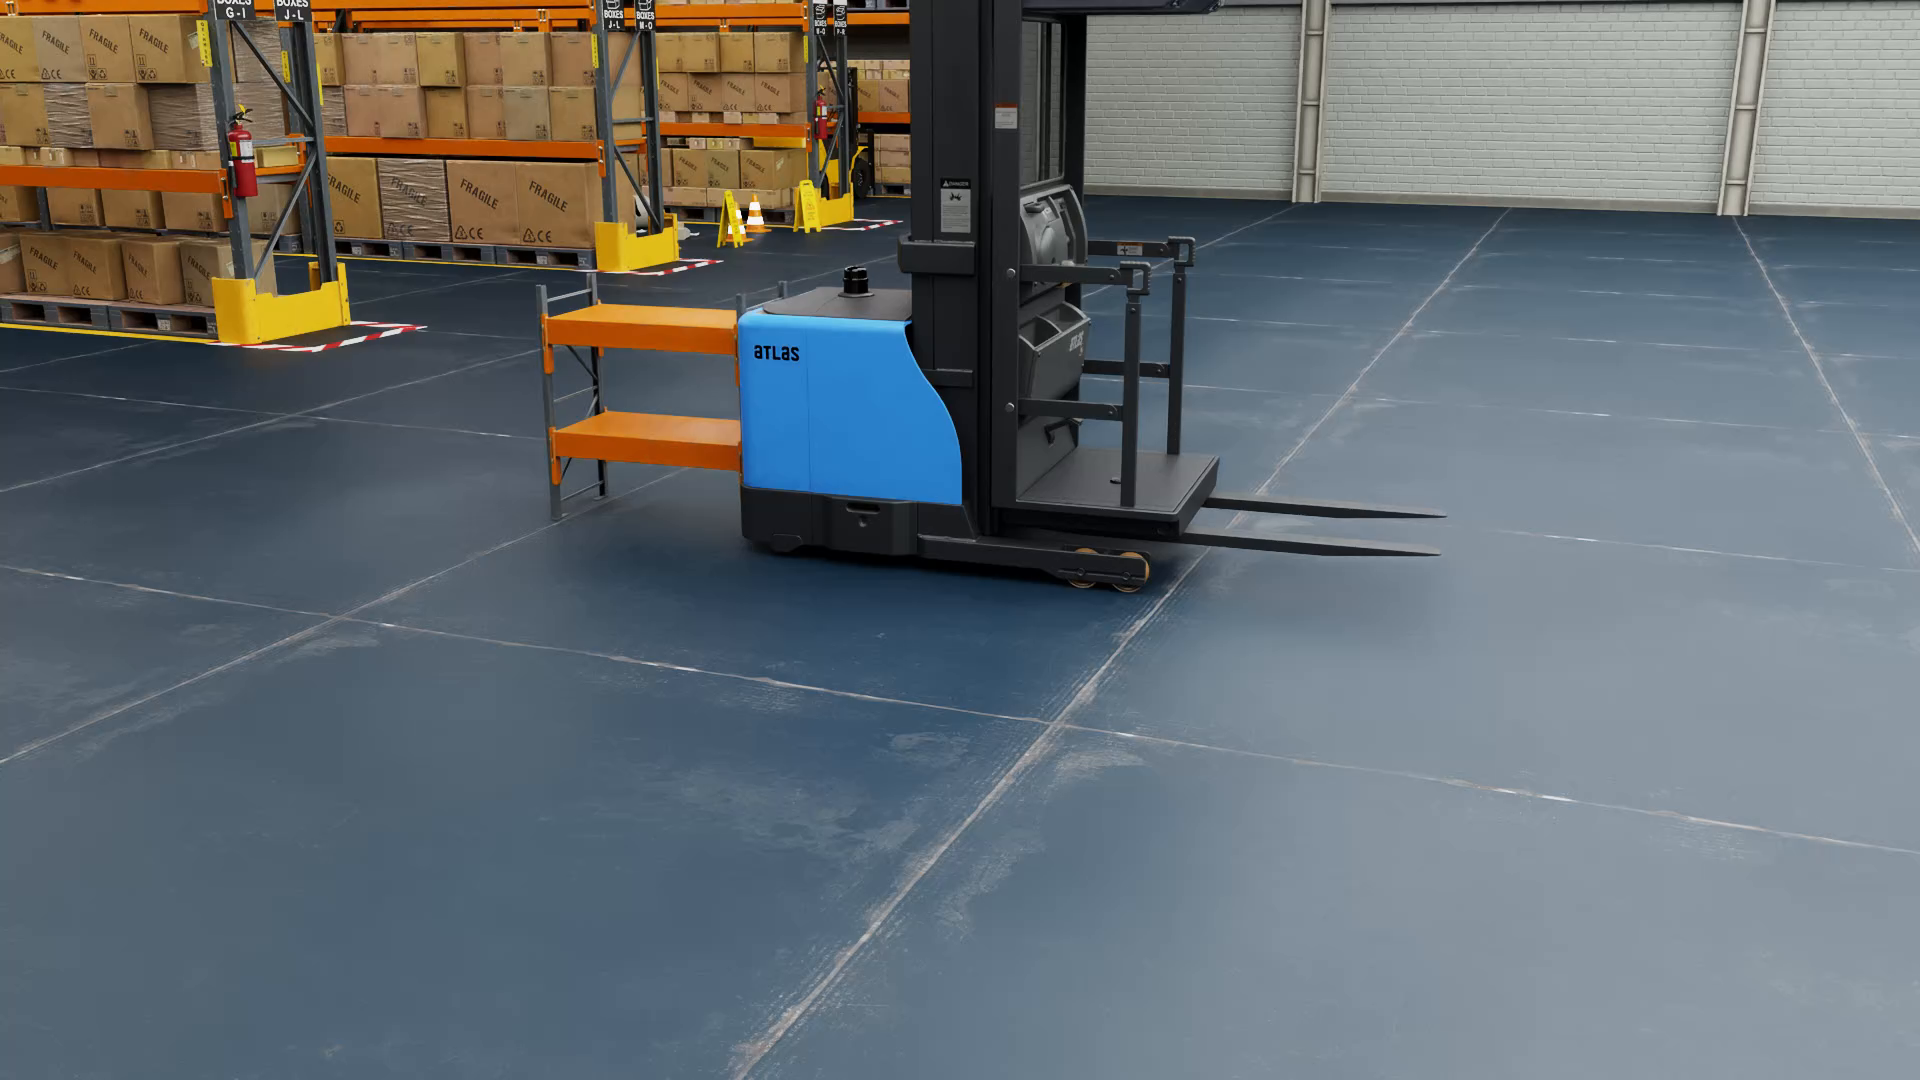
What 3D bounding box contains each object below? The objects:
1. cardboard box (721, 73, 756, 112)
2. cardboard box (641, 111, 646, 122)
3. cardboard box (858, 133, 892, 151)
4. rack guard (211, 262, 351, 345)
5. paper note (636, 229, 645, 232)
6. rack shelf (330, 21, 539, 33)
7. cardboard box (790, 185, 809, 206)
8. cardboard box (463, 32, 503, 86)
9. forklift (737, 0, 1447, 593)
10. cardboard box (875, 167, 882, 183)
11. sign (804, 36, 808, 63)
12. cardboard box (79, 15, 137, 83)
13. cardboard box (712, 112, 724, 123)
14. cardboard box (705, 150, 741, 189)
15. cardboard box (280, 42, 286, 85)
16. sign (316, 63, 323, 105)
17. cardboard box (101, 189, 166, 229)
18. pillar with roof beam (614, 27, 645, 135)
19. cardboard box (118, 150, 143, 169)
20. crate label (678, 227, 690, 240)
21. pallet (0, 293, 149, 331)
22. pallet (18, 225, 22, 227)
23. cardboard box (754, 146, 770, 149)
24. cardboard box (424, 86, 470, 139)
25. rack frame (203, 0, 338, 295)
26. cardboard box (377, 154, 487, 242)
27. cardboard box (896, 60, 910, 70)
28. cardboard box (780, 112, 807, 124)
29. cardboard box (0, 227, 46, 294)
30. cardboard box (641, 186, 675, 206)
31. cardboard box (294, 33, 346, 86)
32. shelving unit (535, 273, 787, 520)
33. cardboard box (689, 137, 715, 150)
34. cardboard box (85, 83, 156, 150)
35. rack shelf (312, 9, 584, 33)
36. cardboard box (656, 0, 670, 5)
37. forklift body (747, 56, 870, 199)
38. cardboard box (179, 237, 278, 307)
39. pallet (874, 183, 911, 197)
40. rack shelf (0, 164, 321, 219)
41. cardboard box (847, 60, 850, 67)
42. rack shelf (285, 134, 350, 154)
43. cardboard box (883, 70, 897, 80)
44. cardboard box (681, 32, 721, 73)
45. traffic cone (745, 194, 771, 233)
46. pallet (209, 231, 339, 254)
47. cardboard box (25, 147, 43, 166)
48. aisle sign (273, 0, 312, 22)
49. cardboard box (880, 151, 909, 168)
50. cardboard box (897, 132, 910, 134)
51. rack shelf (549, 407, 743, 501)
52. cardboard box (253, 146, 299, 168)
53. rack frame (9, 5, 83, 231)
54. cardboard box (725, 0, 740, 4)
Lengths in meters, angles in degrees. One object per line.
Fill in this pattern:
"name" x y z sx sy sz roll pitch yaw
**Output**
"cardboard box" -2.808 -5.909 21.936 0.500 0.500 0.500 6 17 21
"cardboard box" -4.098 -5.722 22.454 0.250 0.149 0.380 6 17 21
"cardboard box" -1.414 -6.397 26.714 0.500 0.250 0.500 7 17 21
"rack guard" -5.445 -1.919 13.388 0.348 0.500 1.175 6 17 21
"paper note" -4.083 -3.957 21.269 0.142 0.019 0.148 14 21 40
"rack shelf" -9.223 -9.088 29.507 4.000 0.370 1.077 6 17 21
"cardboard box" -2.387 -4.717 22.722 0.500 0.250 0.500 6 17 20
"cardboard box" -4.808 -5.151 17.832 0.550 0.550 0.875 6 17 21
"forklift" 0.592 -1.354 7.081 3.031 2.935 1.130 5 17 17
"cardboard box" -1.395 -5.924 26.878 0.500 0.250 0.500 6 17 21
"sign" -1.961 -6.248 21.171 0.005 0.325 0.100 6 17 21
"cardboard box" -6.444 -3.825 12.962 0.500 0.500 0.500 6 17 21
"cardboard box" -3.109 -5.654 22.221 0.250 0.149 0.380 7 17 21
"cardboard box" -3.066 -4.990 22.316 0.500 0.500 0.500 7 18 23
"cardboard box" -7.646 -5.375 18.834 0.500 0.500 0.700 6 17 20
"sign" -5.176 -3.668 13.377 0.005 0.325 0.100 6 17 21
"cardboard box" -9.555 -4.153 19.882 0.750 0.750 1.050 7 17 21
"pillar with roof beam" -7.399 -9.653 24.784 0.400 9.000 9.100 6 17 21
"cardboard box" -6.426 -3.034 13.196 0.250 0.149 0.380 6 17 21
"crate label" -3.457 -3.758 20.374 0.298 0.136 0.250 -2 16 -8
"pallet" -7.319 -1.998 14.177 1.213 0.211 1.003 6 17 21
"pallet" -12.760 -4.073 21.324 1.213 0.211 1.003 6 17 21
"cardboard box" -2.898 -5.132 22.805 0.500 0.500 0.500 6 17 19
"cardboard box" -5.325 -4.670 18.111 0.500 0.550 0.875 6 17 21
"rack frame" -5.375 -3.112 13.012 0.127 3.000 1.000 6 17 21
"cardboard box" -5.782 -3.805 18.457 0.875 0.875 0.875 6 17 21
"cardboard box" -0.825 -7.491 26.221 0.250 0.149 0.380 7 17 22
"cardboard box" -2.165 -5.544 21.841 0.250 0.149 0.380 7 18 22
"cardboard box" -8.203 -2.414 14.340 0.500 0.500 0.500 13 21 38
"cardboard box" -4.014 -4.737 22.788 0.500 0.250 0.500 6 17 20
"cardboard box" -6.851 -5.341 18.485 0.550 0.550 0.875 6 17 21
"shelving unit" -1.390 -0.658 7.922 1.048 1.125 0.538 5 17 17
"cardboard box" -3.423 -5.323 22.300 0.250 0.149 0.380 7 18 23
"cardboard box" -6.385 -3.386 13.244 0.500 0.500 0.875 6 17 21
"rack shelf" -7.320 -7.391 23.662 4.000 0.370 1.077 6 17 21
"cardboard box" -3.823 -7.157 22.018 0.250 0.149 0.380 6 17 21
"forklift body" -2.354 -6.283 25.458 1.214 2.155 2.313 6 17 21
"cardboard box" -5.949 -2.181 13.537 0.500 0.500 0.500 10 19 31
"pallet" -0.647 -5.698 26.922 1.213 0.211 1.003 6 17 21
"rack shelf" -7.235 -2.971 13.817 4.000 0.370 1.077 6 17 21
"cardboard box" -1.760 -7.610 26.629 0.250 0.149 0.380 7 17 21
"rack shelf" -9.042 -4.656 19.622 4.000 0.370 1.077 6 17 21
"cardboard box" -1.040 -7.381 26.376 0.250 0.149 0.380 6 17 20
"cardboard box" -3.274 -6.428 21.929 0.500 0.500 0.700 6 17 20
"traffic cone" -2.612 -4.173 21.218 0.334 0.463 0.336 6 17 21
"pallet" -7.927 -3.517 19.411 1.213 0.211 1.003 6 17 21
"cardboard box" -7.356 -3.137 13.548 0.250 0.149 0.380 6 17 21
"aisle sign" -5.207 -4.432 12.896 0.004 0.787 0.394 6 17 21
"cardboard box" -0.951 -6.114 26.635 0.500 0.250 0.500 6 17 20
"cardboard box" -0.764 -6.480 26.998 0.500 0.250 0.500 6 17 21
"rack shelf" -1.390 -0.423 7.990 1.000 0.278 0.538 5 17 17
"cardboard box" -5.552 -3.082 13.361 0.250 0.149 0.380 6 17 21
"rack frame" -10.903 -5.206 20.227 0.127 3.000 1.000 6 17 21
"cardboard box" -2.862 -7.062 21.690 0.250 0.149 0.380 6 17 21
